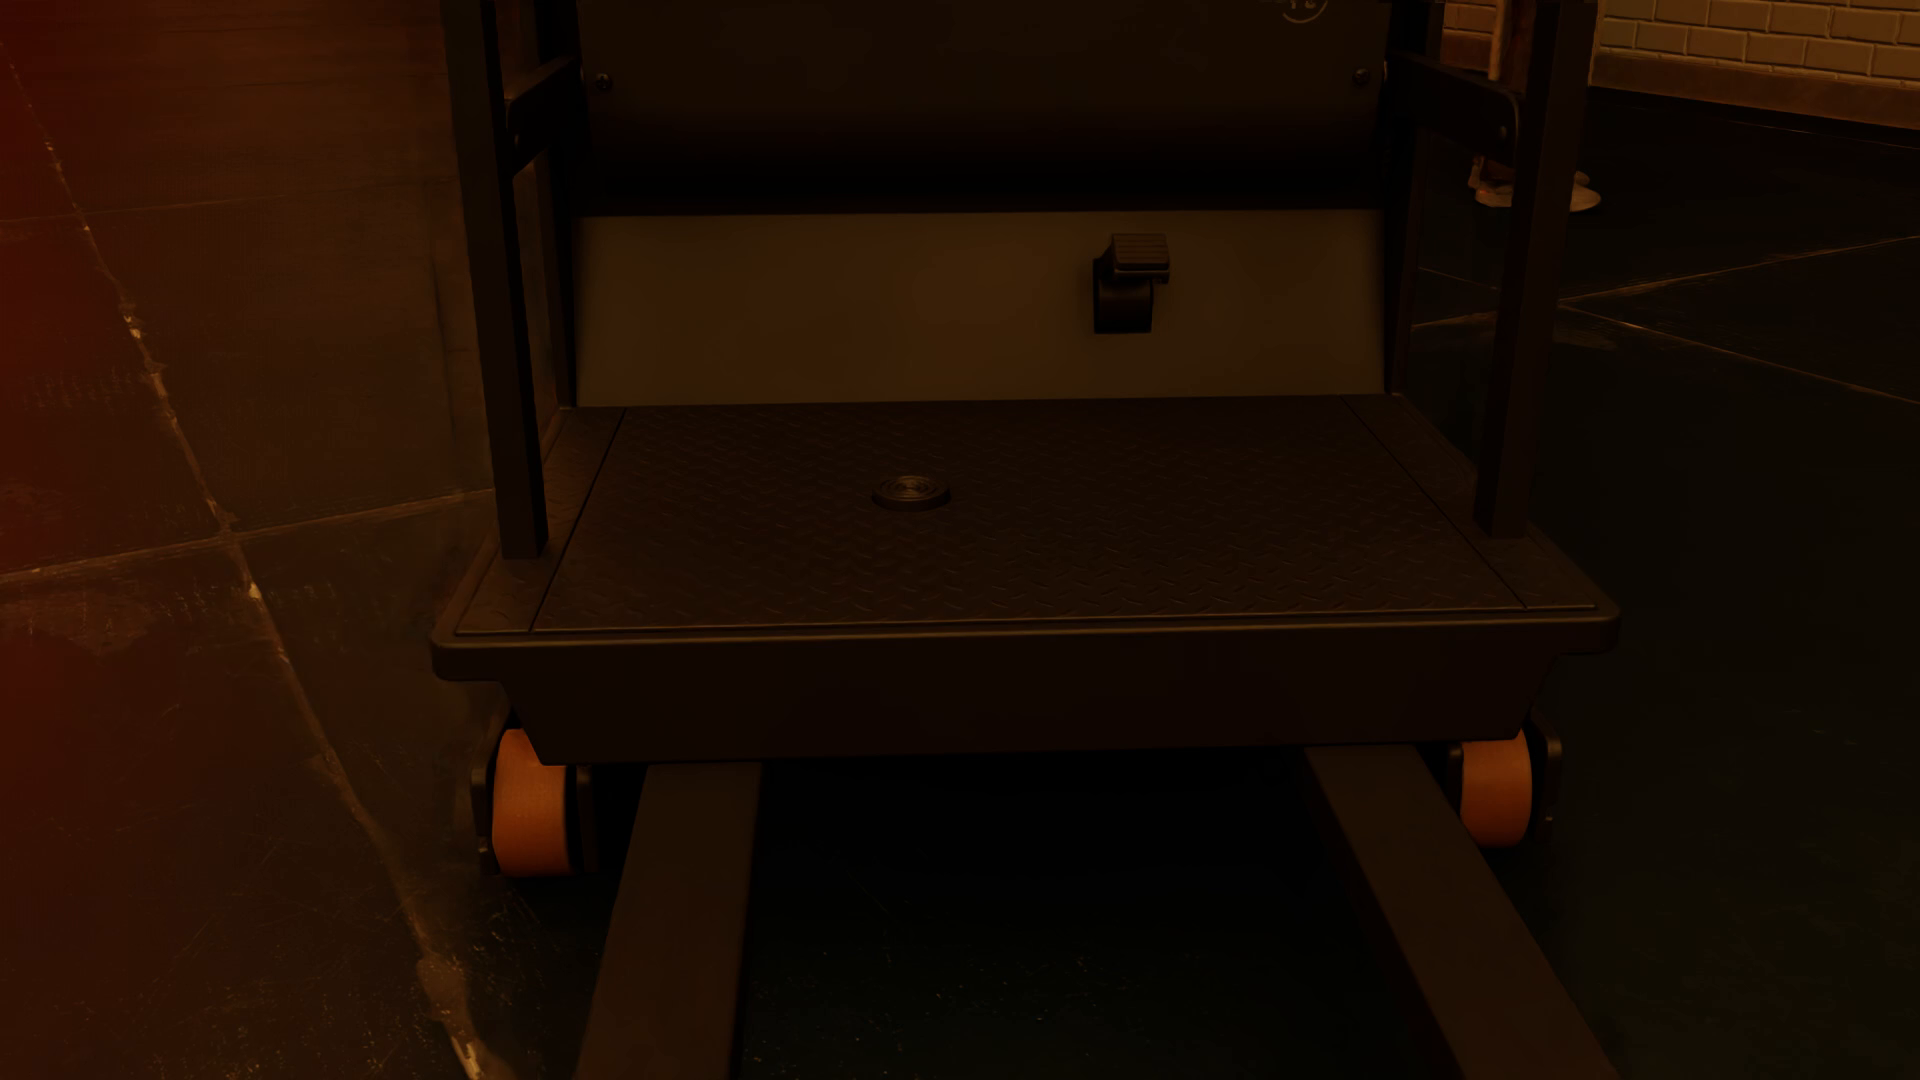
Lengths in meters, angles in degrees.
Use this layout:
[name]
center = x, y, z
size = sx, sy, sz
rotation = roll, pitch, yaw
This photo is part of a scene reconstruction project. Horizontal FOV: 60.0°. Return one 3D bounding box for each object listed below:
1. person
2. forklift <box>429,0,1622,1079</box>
[person]
center = 1.813, -1.905, 4.931
size = 0.420, 1.782, 0.643
rotation = 9, 24, 21
[forklift]
center = 0.044, -1.123, 1.511
size = 1.130, 2.935, 3.031
rotation = -1, 22, -3
